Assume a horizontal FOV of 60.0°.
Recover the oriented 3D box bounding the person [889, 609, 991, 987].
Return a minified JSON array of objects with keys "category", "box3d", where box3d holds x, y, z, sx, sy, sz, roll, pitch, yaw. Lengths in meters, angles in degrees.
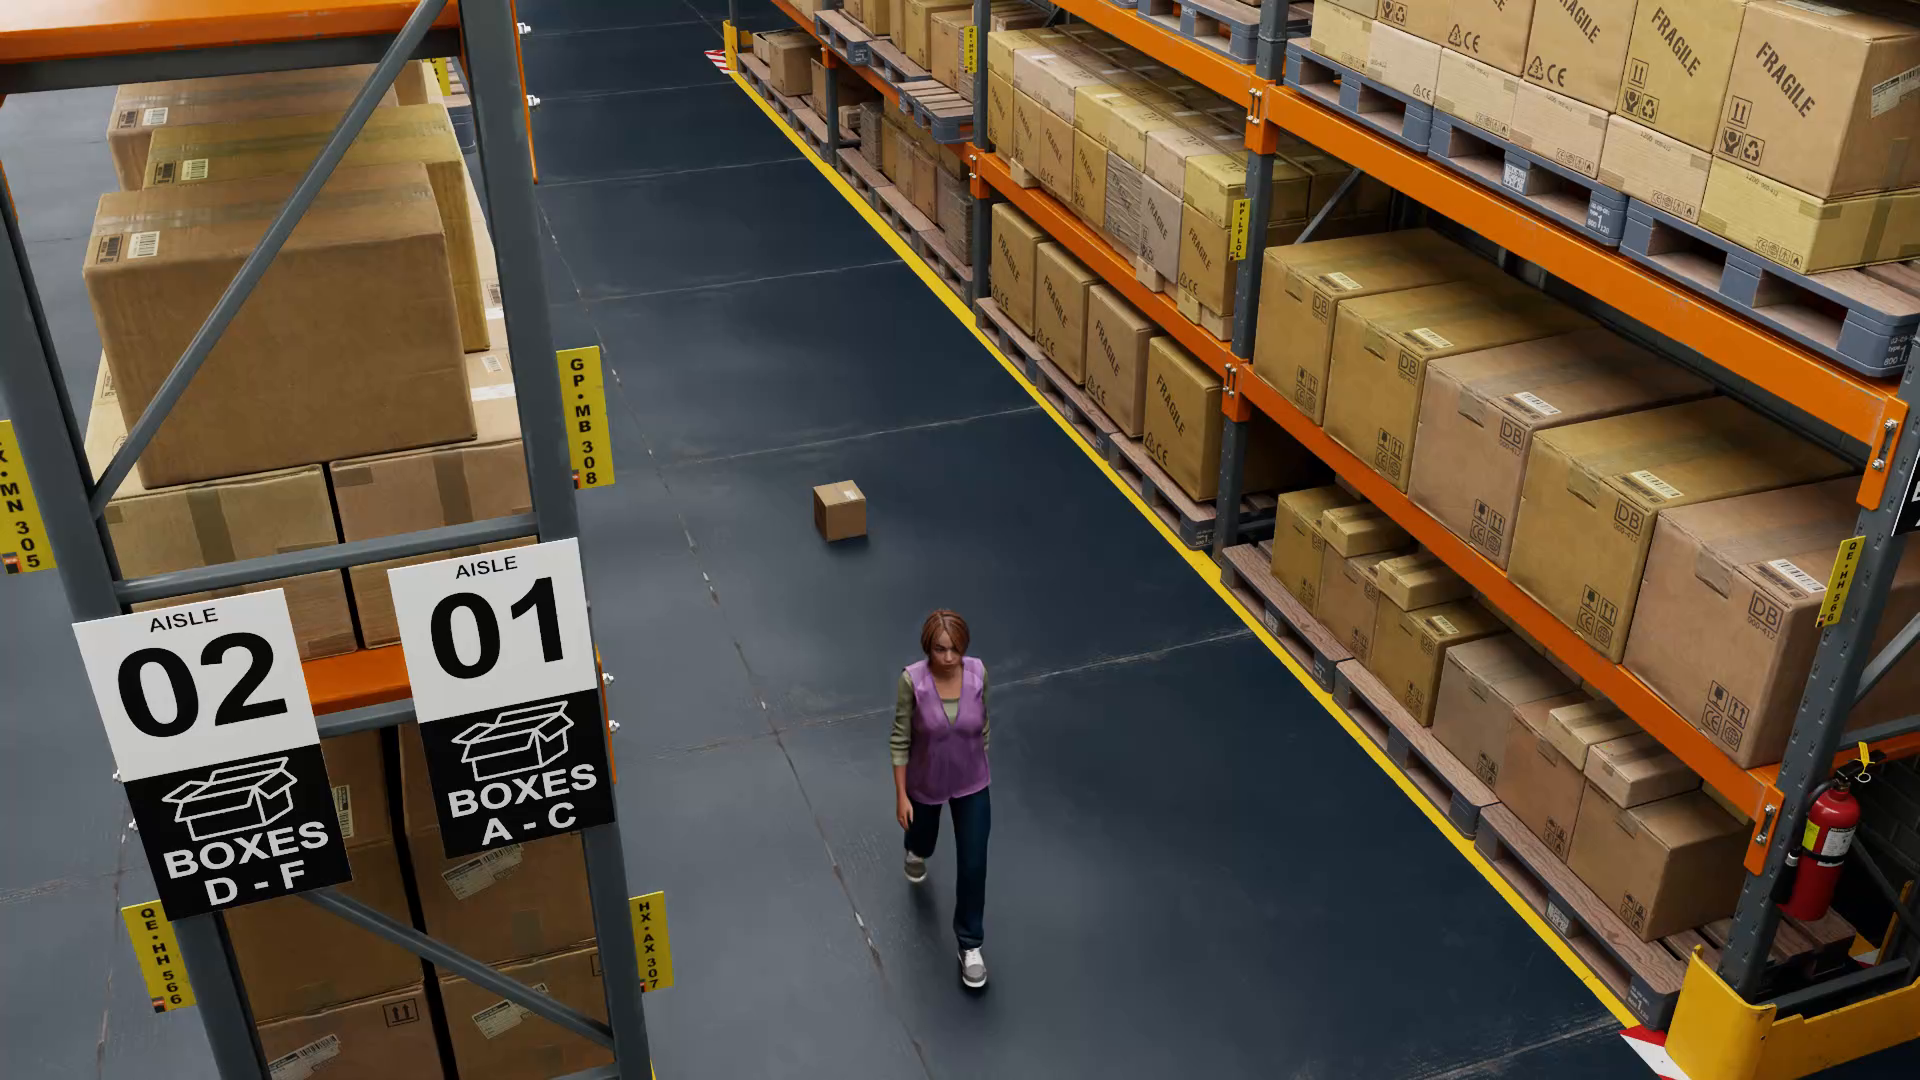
[{"category":"person","box3d":[-0.076,0.955,6.691,0.418,1.554,0.859,-5,31,-8]}]
